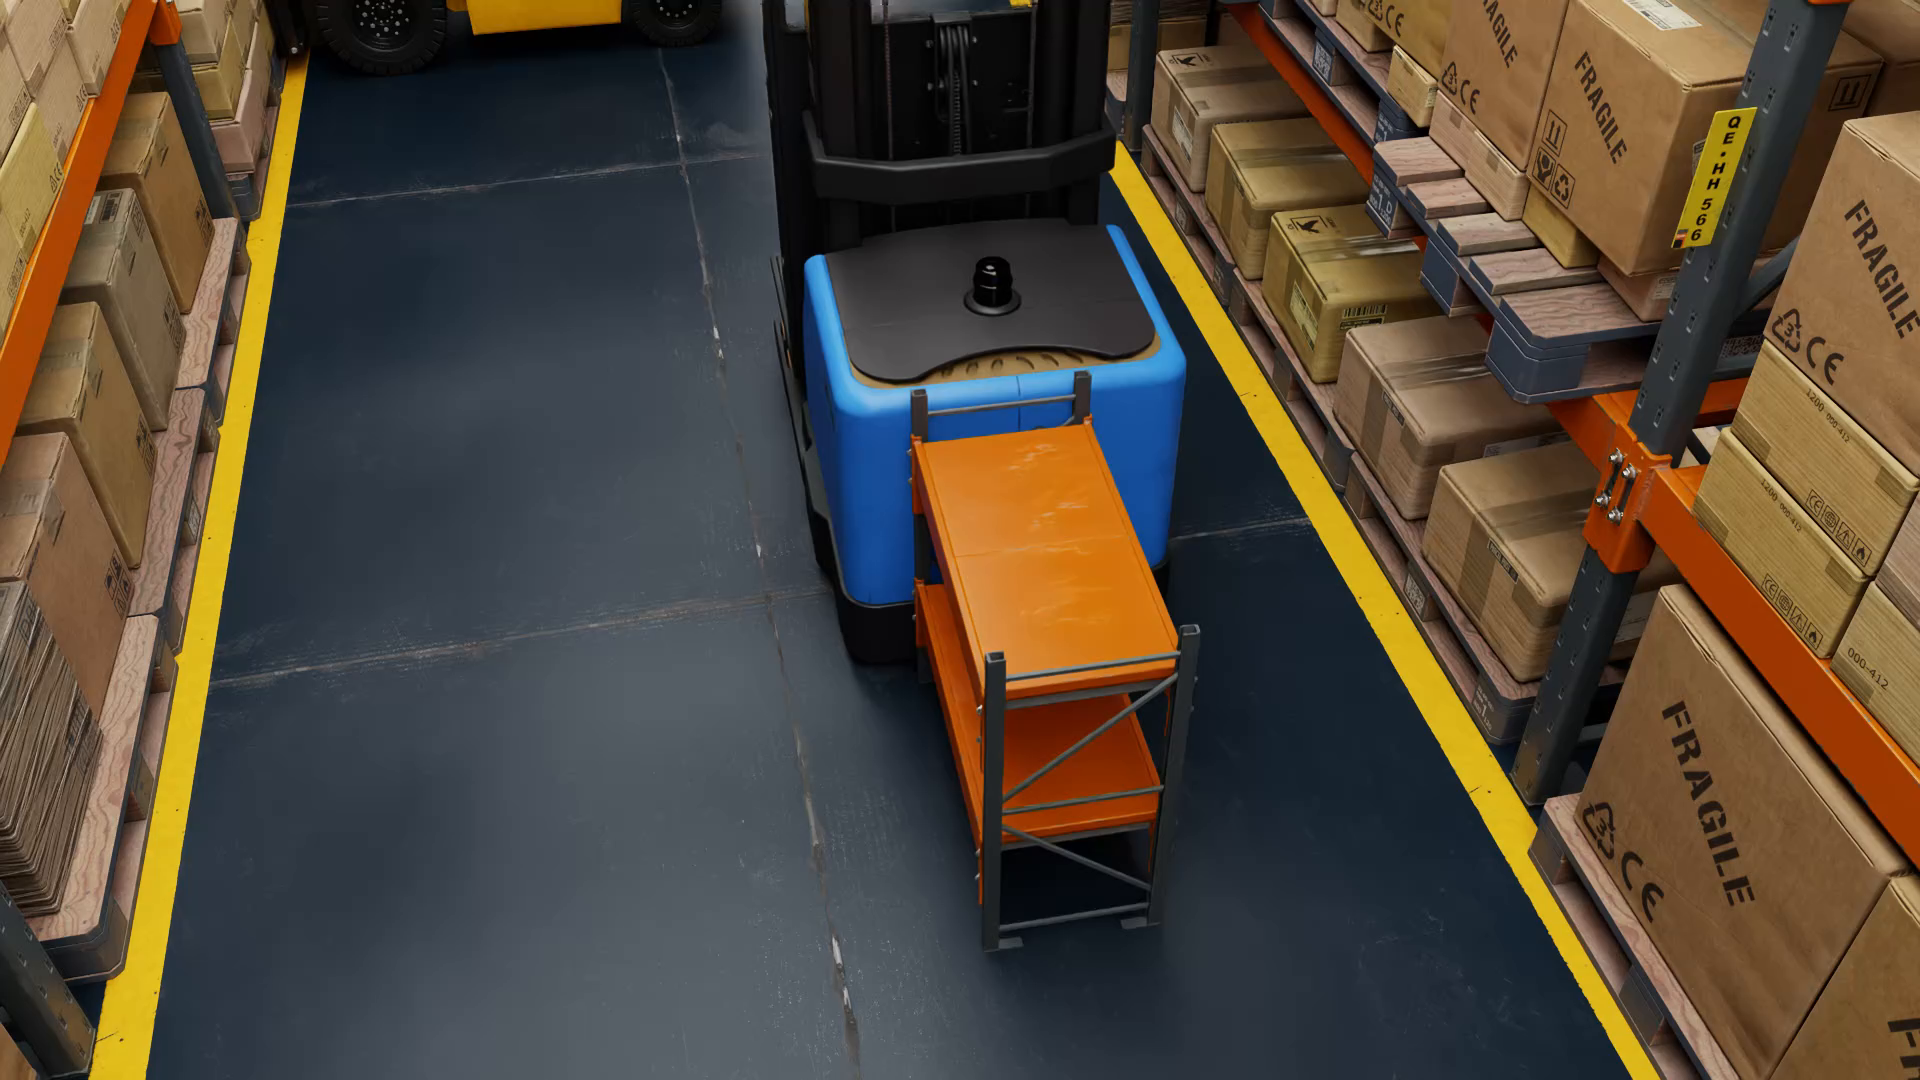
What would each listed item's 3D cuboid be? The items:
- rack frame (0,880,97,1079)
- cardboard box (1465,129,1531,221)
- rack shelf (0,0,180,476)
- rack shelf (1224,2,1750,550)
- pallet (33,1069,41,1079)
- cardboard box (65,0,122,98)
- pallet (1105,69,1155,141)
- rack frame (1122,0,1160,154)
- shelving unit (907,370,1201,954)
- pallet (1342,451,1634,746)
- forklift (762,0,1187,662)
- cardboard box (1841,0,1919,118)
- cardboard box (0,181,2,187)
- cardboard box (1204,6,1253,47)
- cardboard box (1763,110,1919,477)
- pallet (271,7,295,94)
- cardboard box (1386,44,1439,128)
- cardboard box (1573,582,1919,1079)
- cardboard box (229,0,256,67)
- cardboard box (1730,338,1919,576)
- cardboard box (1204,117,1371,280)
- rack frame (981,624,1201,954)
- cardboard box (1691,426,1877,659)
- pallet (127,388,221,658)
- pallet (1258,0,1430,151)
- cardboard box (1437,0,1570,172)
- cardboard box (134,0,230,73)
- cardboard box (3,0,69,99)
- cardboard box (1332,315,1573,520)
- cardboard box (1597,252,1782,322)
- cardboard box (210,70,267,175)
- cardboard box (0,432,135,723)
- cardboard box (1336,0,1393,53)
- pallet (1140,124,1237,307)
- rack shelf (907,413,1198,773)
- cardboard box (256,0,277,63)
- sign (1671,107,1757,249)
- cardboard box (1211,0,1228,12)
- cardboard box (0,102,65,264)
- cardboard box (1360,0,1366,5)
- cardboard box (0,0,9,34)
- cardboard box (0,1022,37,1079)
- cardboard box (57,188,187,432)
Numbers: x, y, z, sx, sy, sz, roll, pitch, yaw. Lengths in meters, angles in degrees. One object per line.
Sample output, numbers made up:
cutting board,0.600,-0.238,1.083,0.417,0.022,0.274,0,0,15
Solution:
rack frame,-2.712,0.267,3.190,1.000,3.000,0.127,-8,42,-9
cardboard box,1.607,-1.009,4.500,0.380,0.149,0.250,-9,42,-10
rack shelf,-3.143,-0.761,4.889,1.077,0.370,4.000,-8,42,-9
rack shelf,1.703,-1.474,5.693,1.077,0.370,4.000,-8,42,-9
pallet,-2.587,1.799,3.565,1.003,0.211,1.213,-8,42,-9
cardboard box,-3.097,-1.656,5.469,0.500,0.250,0.500,-9,42,-10
pallet,1.091,-2.427,8.325,1.003,0.211,1.213,-8,42,-9
rack frame,1.271,-3.040,6.915,1.000,3.000,0.127,-8,42,-9
shelving unit,0.209,0.323,4.538,0.538,1.125,1.048,-7,42,-8
pallet,1.967,0.089,5.491,1.003,0.211,1.213,-8,42,-9
forklift,-0.115,-1.699,5.456,1.130,2.935,3.031,-7,42,-8
cardboard box,2.263,-1.078,4.089,0.500,0.500,0.500,-9,42,-10
cardboard box,-2.771,-0.853,4.188,0.500,0.250,0.500,-9,42,-10
cardboard box,1.407,-2.590,8.163,0.500,0.250,0.500,-10,43,-11
cardboard box,2.002,-0.504,3.229,0.500,0.500,0.500,-10,43,-11
pallet,-3.973,-2.597,8.517,1.003,0.211,1.213,-8,42,-9
cardboard box,1.488,-1.350,4.884,0.380,0.149,0.250,-8,42,-9
cardboard box,2.202,0.650,4.042,0.875,0.875,0.875,-9,42,-10
cardboard box,-3.489,-2.326,7.489,0.500,0.250,0.500,-9,42,-10
cardboard box,2.002,-0.214,3.468,0.500,0.250,0.500,-9,42,-10
cardboard box,1.545,-1.409,6.741,0.950,0.372,0.625,-6,42,-7
rack frame,0.305,0.655,4.165,0.500,1.125,0.032,-7,42,-8
cardboard box,1.994,-0.038,3.646,0.500,0.250,0.500,-9,42,-10
pallet,-3.111,-0.019,5.612,1.003,0.211,1.213,-8,42,-9
pallet,1.667,-1.653,5.497,1.003,0.211,1.213,-8,42,-9
cardboard box,1.642,-1.341,4.386,0.500,0.500,0.500,-9,42,-10
cardboard box,-3.373,-2.187,6.956,0.500,0.250,0.500,-9,42,-10
cardboard box,-2.997,-1.511,4.929,0.500,0.250,0.500,-8,42,-8
cardboard box,1.855,-0.466,5.679,0.950,0.372,0.625,-9,42,-10
cardboard box,1.834,-0.689,4.139,0.380,0.149,0.250,-7,42,-8
cardboard box,-3.356,-1.816,7.291,0.500,0.250,0.500,-8,42,-9
cardboard box,-2.982,0.169,4.773,0.875,0.625,0.625,-7,42,-8
cardboard box,1.422,-1.682,5.258,0.380,0.149,0.250,-10,42,-11
pallet,1.440,-1.493,7.272,1.003,0.211,1.213,-8,42,-9
rack shelf,0.209,0.105,4.344,0.538,0.278,1.000,-7,42,-8
cardboard box,-3.607,-2.474,8.032,0.500,0.250,0.500,-8,42,-9
sign,1.606,-0.767,3.541,0.100,0.325,0.005,-8,42,-9
cardboard box,1.407,-2.870,7.914,0.500,0.500,0.500,-6,42,-7
cardboard box,-2.901,-0.996,4.725,0.500,0.250,0.500,-7,42,-8
cardboard box,1.416,-2.022,5.153,0.500,0.500,0.500,-10,43,-11
cardboard box,-2.847,-1.432,4.539,0.380,0.149,0.250,-9,42,-10
cardboard box,-2.410,1.288,3.606,0.500,0.500,0.500,-7,42,-8
cardboard box,-3.291,-0.754,5.813,0.875,0.625,0.625,-9,42,-10
